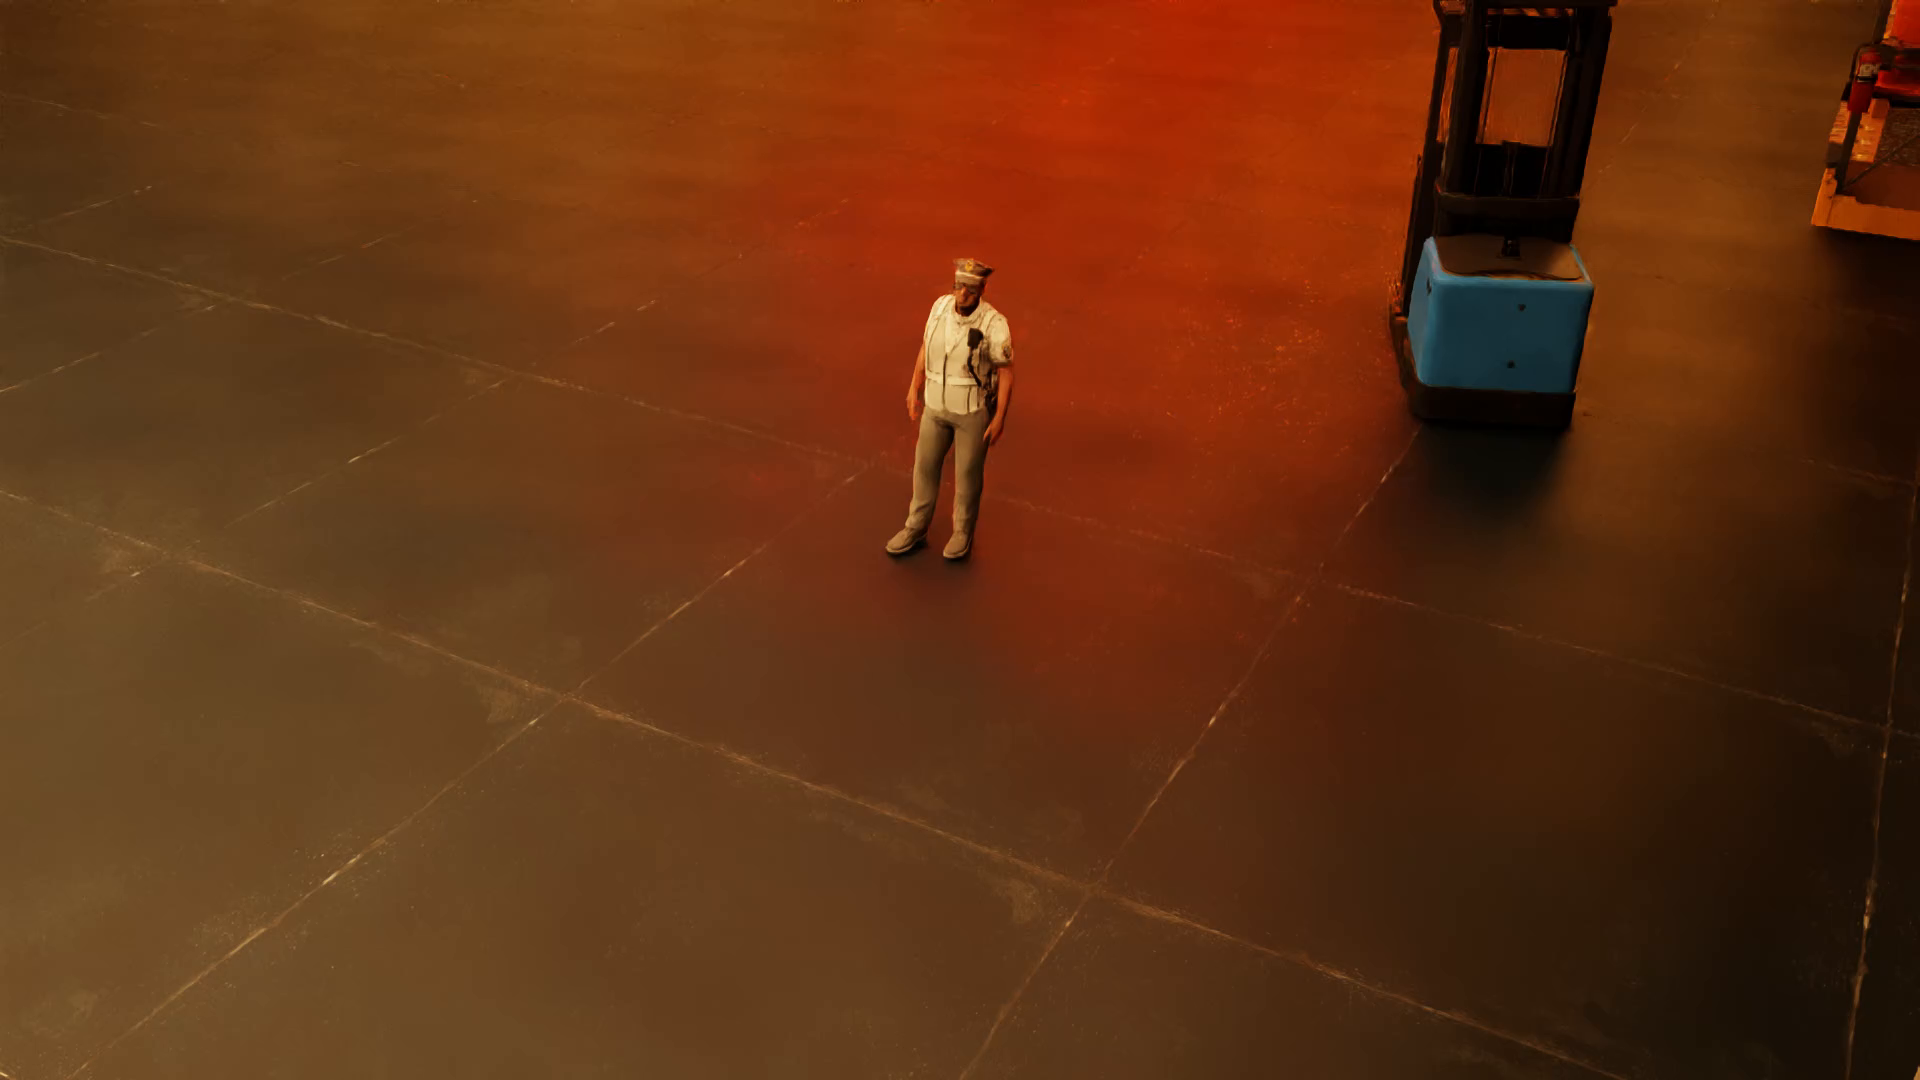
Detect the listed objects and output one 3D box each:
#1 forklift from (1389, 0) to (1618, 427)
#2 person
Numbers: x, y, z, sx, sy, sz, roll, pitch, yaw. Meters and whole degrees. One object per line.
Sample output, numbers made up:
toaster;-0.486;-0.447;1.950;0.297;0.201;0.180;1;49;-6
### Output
forklift;3.829;-2.749;11.835;1.130;2.935;3.031;4;30;8
person;-0.048;-0.747;9.500;0.640;1.781;0.574;15;33;25
